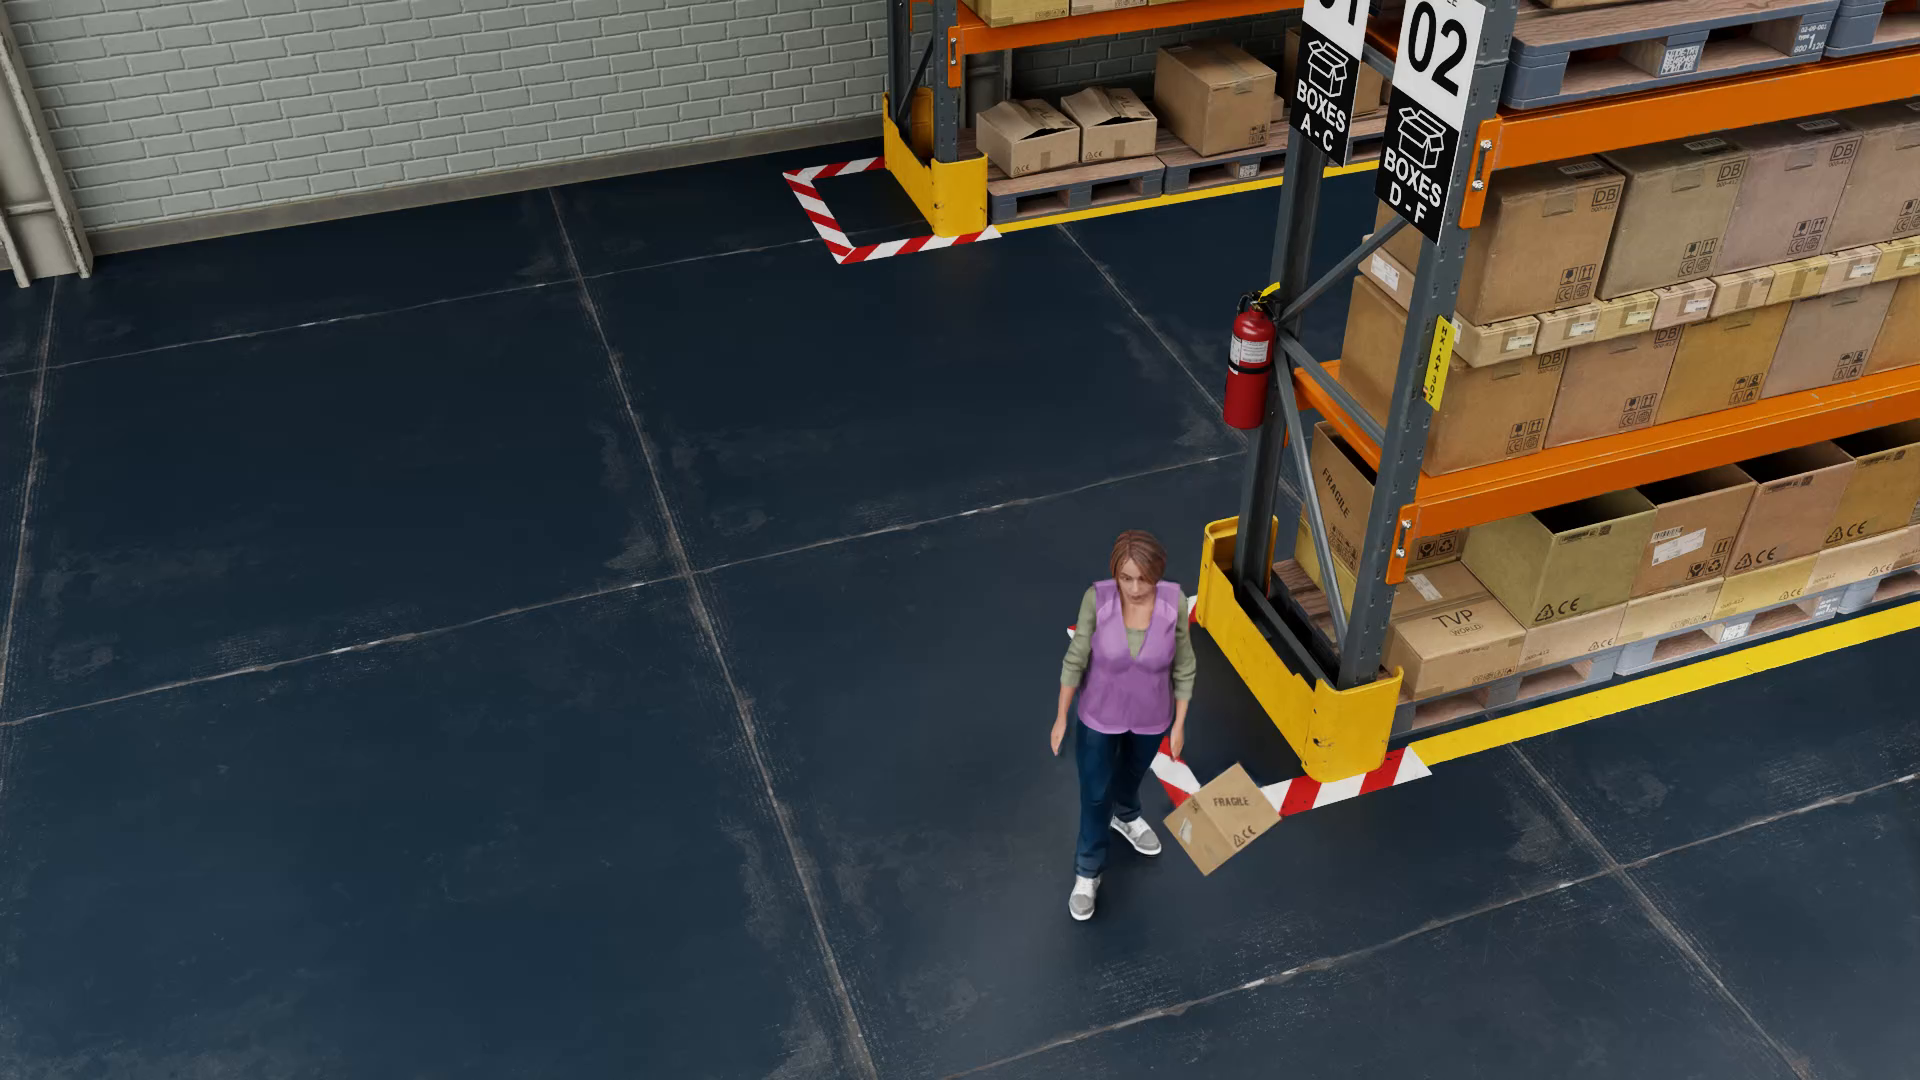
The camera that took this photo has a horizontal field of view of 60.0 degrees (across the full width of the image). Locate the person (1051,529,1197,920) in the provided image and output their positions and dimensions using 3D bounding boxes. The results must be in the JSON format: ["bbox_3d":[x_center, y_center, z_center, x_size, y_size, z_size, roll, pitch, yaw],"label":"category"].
[{"bbox_3d":[0.576,0.643,5.964,0.510,1.595,0.550,-2,38,-2],"label":"person"}]
